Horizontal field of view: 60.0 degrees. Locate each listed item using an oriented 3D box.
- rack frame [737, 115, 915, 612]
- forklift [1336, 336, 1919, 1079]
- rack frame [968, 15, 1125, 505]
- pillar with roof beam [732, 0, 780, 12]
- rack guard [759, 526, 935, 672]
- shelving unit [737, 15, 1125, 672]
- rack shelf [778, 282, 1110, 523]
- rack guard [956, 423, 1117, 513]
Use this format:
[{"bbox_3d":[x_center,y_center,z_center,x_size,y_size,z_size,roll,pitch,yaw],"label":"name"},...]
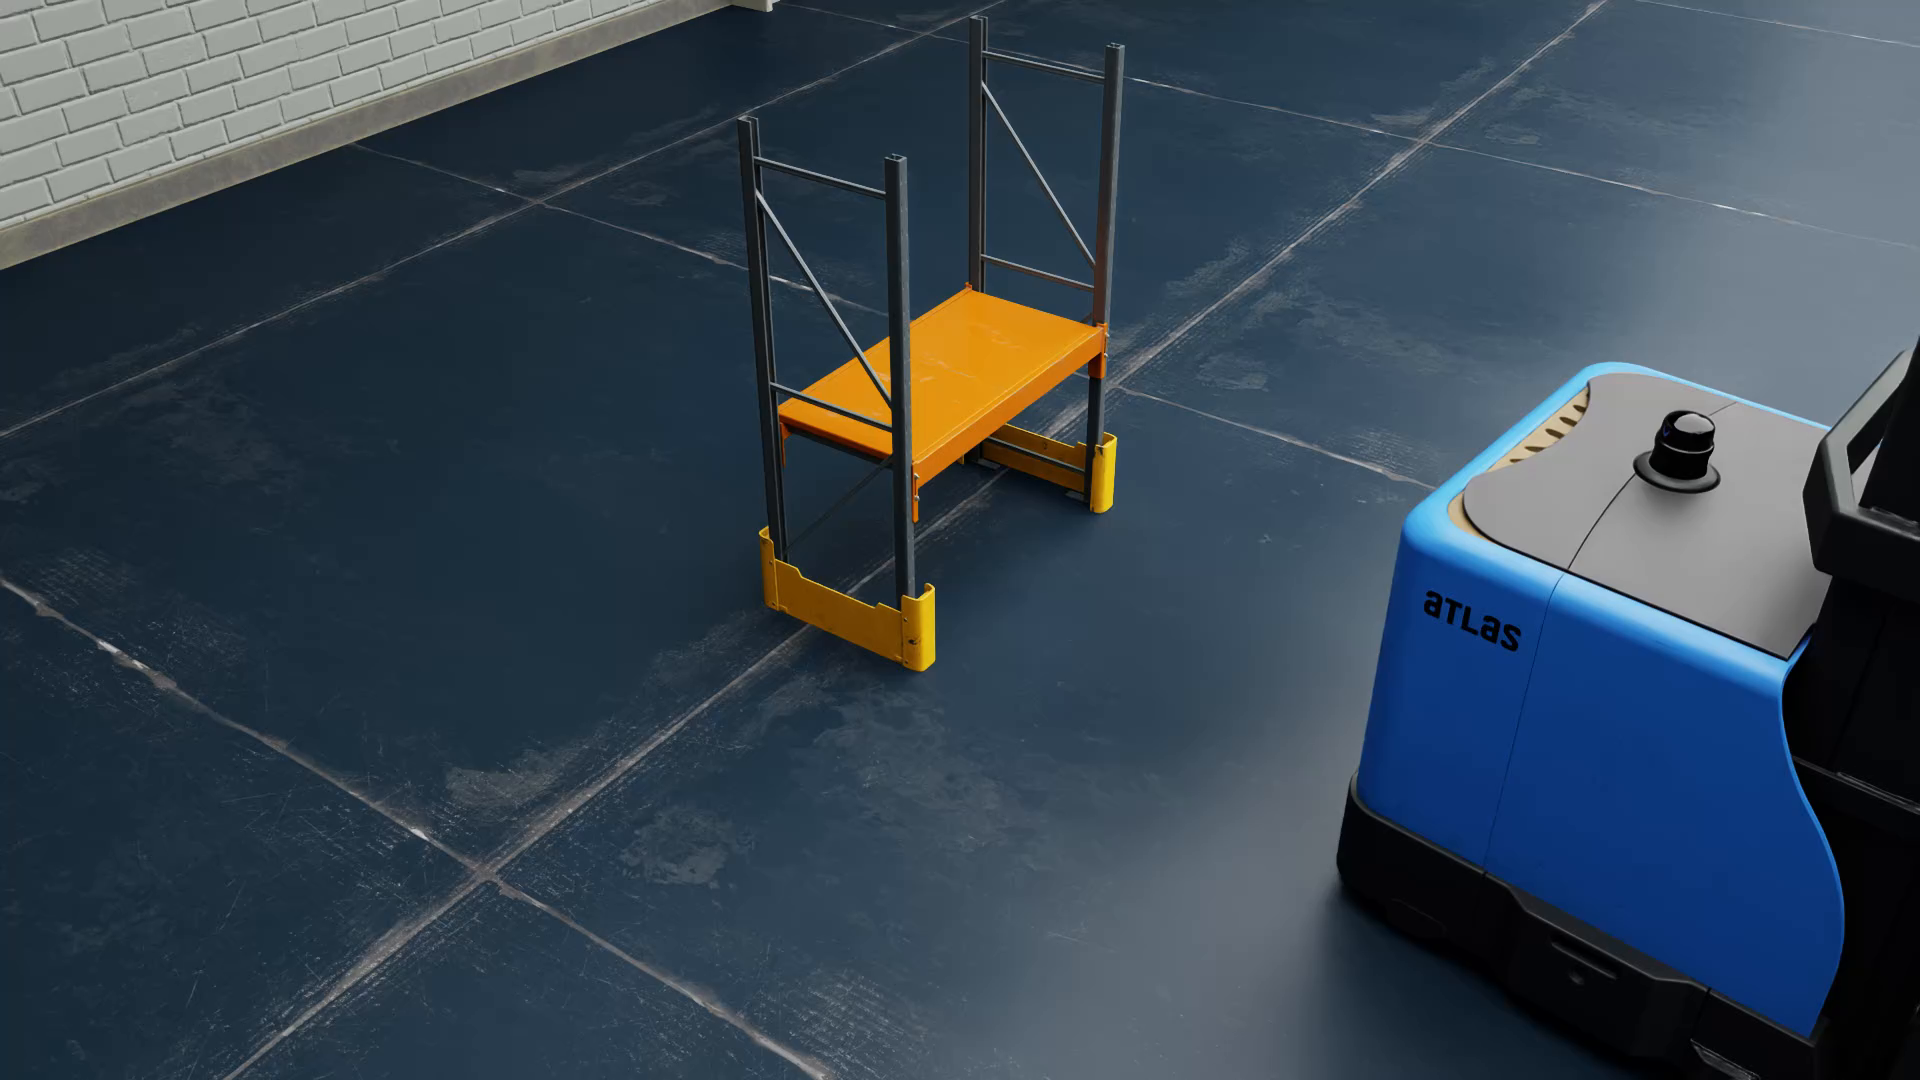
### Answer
[{"bbox_3d":[-0.338,-0.348,4.426,0.500,1.500,0.032,21,39,28],"label":"rack frame"},{"bbox_3d":[2.337,-0.026,2.673,3.031,2.935,1.130,26,42,33],"label":"forklift"},{"bbox_3d":[0.241,-0.816,5.118,0.500,1.500,0.032,21,39,28],"label":"rack frame"},{"bbox_3d":[2.373,-5.635,5.550,9.100,9.000,0.400,21,39,28],"label":"pillar with roof beam"},{"bbox_3d":[-0.327,0.161,4.789,0.587,0.250,0.087,21,39,28],"label":"rack guard"},{"bbox_3d":[-0.043,-0.586,4.778,0.587,1.500,1.083,21,39,28],"label":"shelving unit"},{"bbox_3d":[-0.049,-0.433,4.873,0.538,0.185,1.000,21,39,28],"label":"rack shelf"},{"bbox_3d":[0.241,-0.298,5.467,0.587,0.250,0.087,21,39,28],"label":"rack guard"}]
